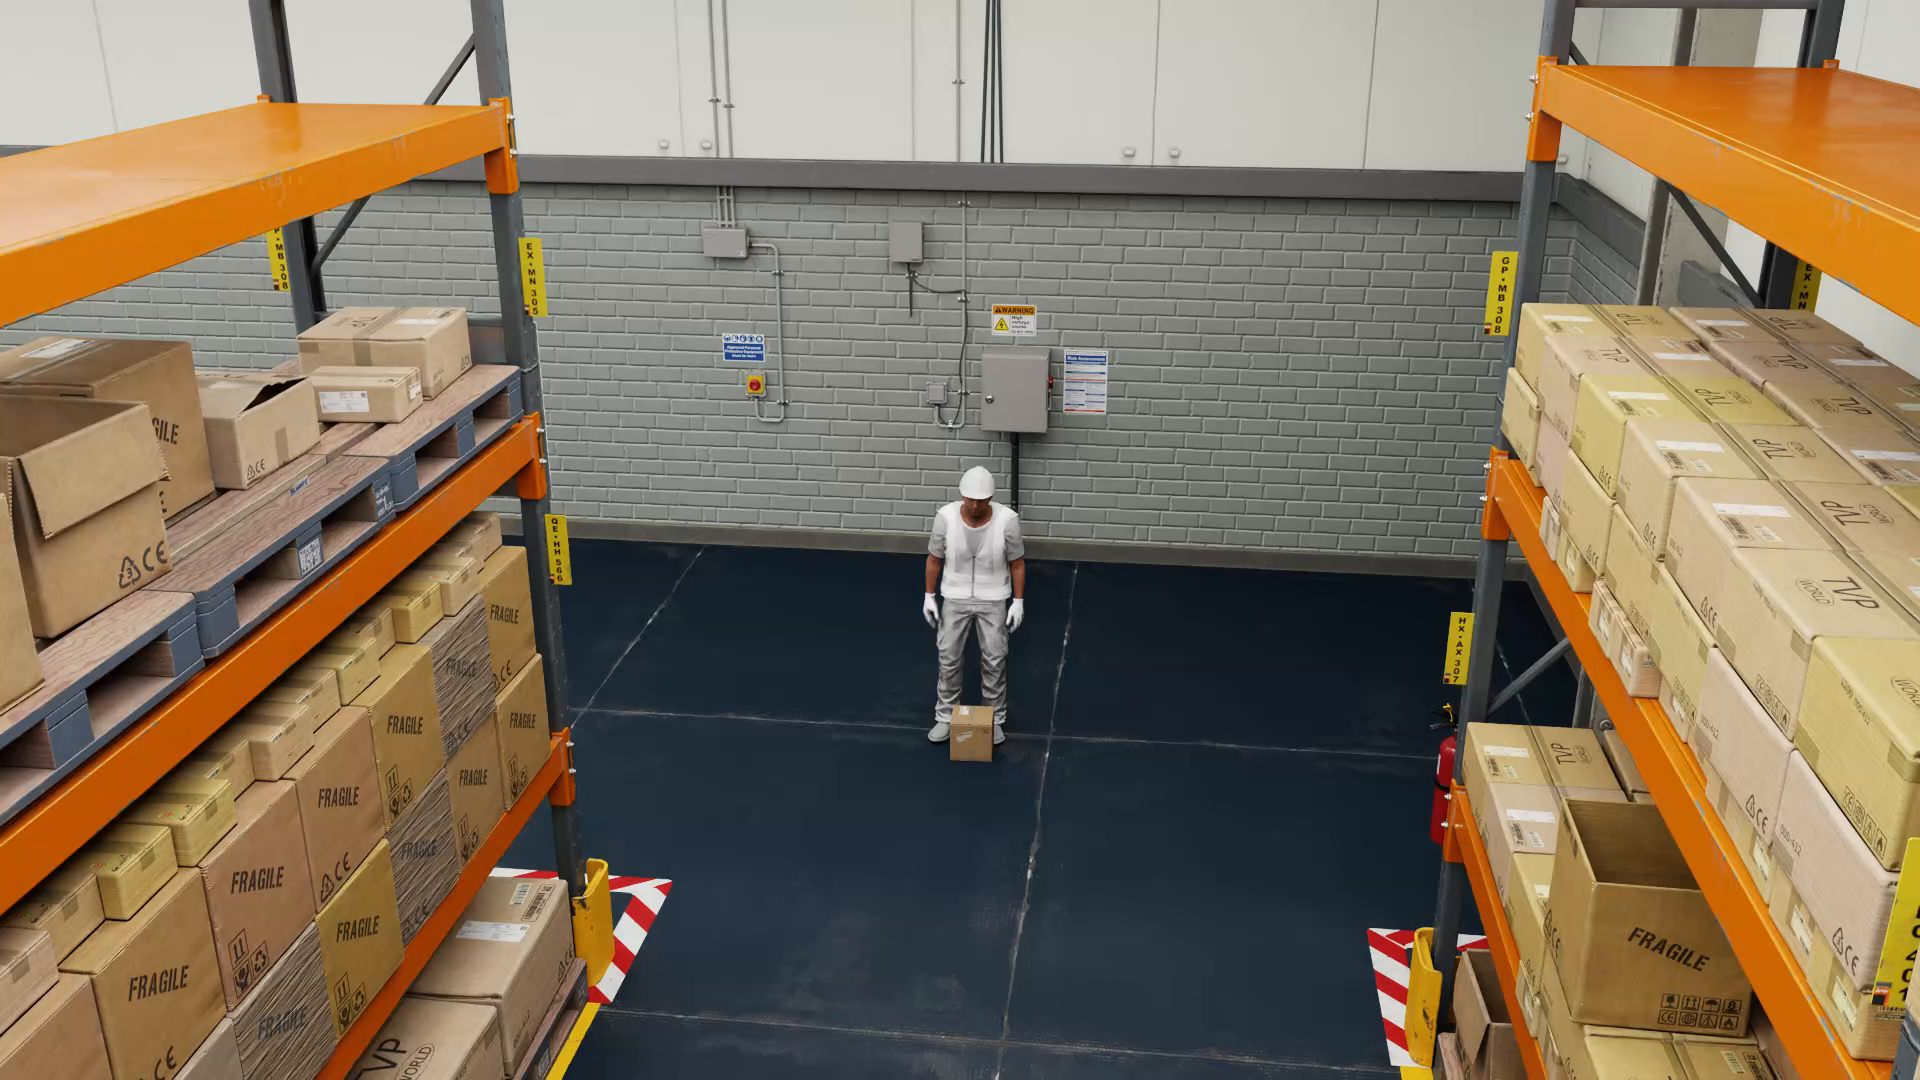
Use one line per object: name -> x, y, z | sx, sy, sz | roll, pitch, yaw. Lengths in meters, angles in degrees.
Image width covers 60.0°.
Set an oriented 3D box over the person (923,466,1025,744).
person -> 0.084, 0.382, 10.069 | 0.614, 1.773, 0.450 | 2, 21, 6
